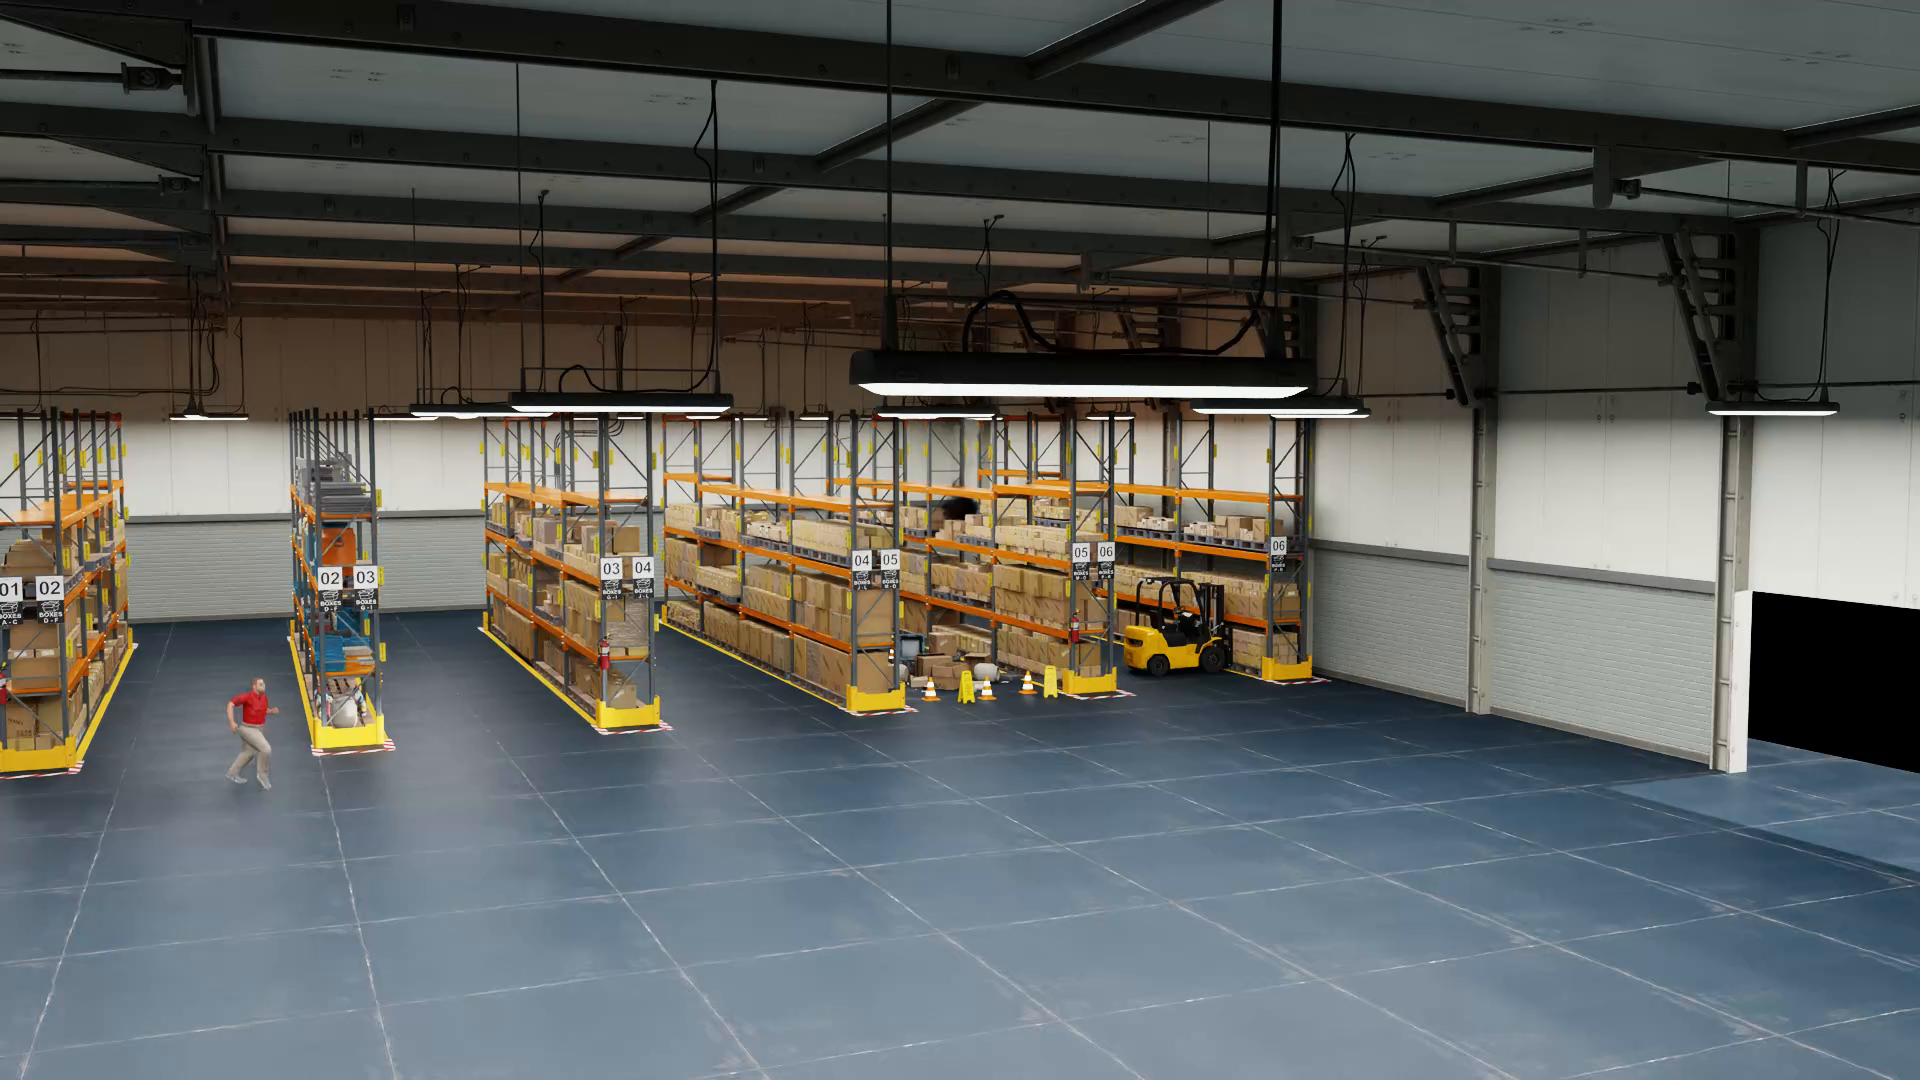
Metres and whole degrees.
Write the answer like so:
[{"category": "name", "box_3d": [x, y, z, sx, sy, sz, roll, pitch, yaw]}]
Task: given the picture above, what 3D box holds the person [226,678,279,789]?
[{"category": "person", "box_3d": [-11.143, 3.049, 26.130, 0.876, 1.780, 0.686, 0, 4, 6]}]
